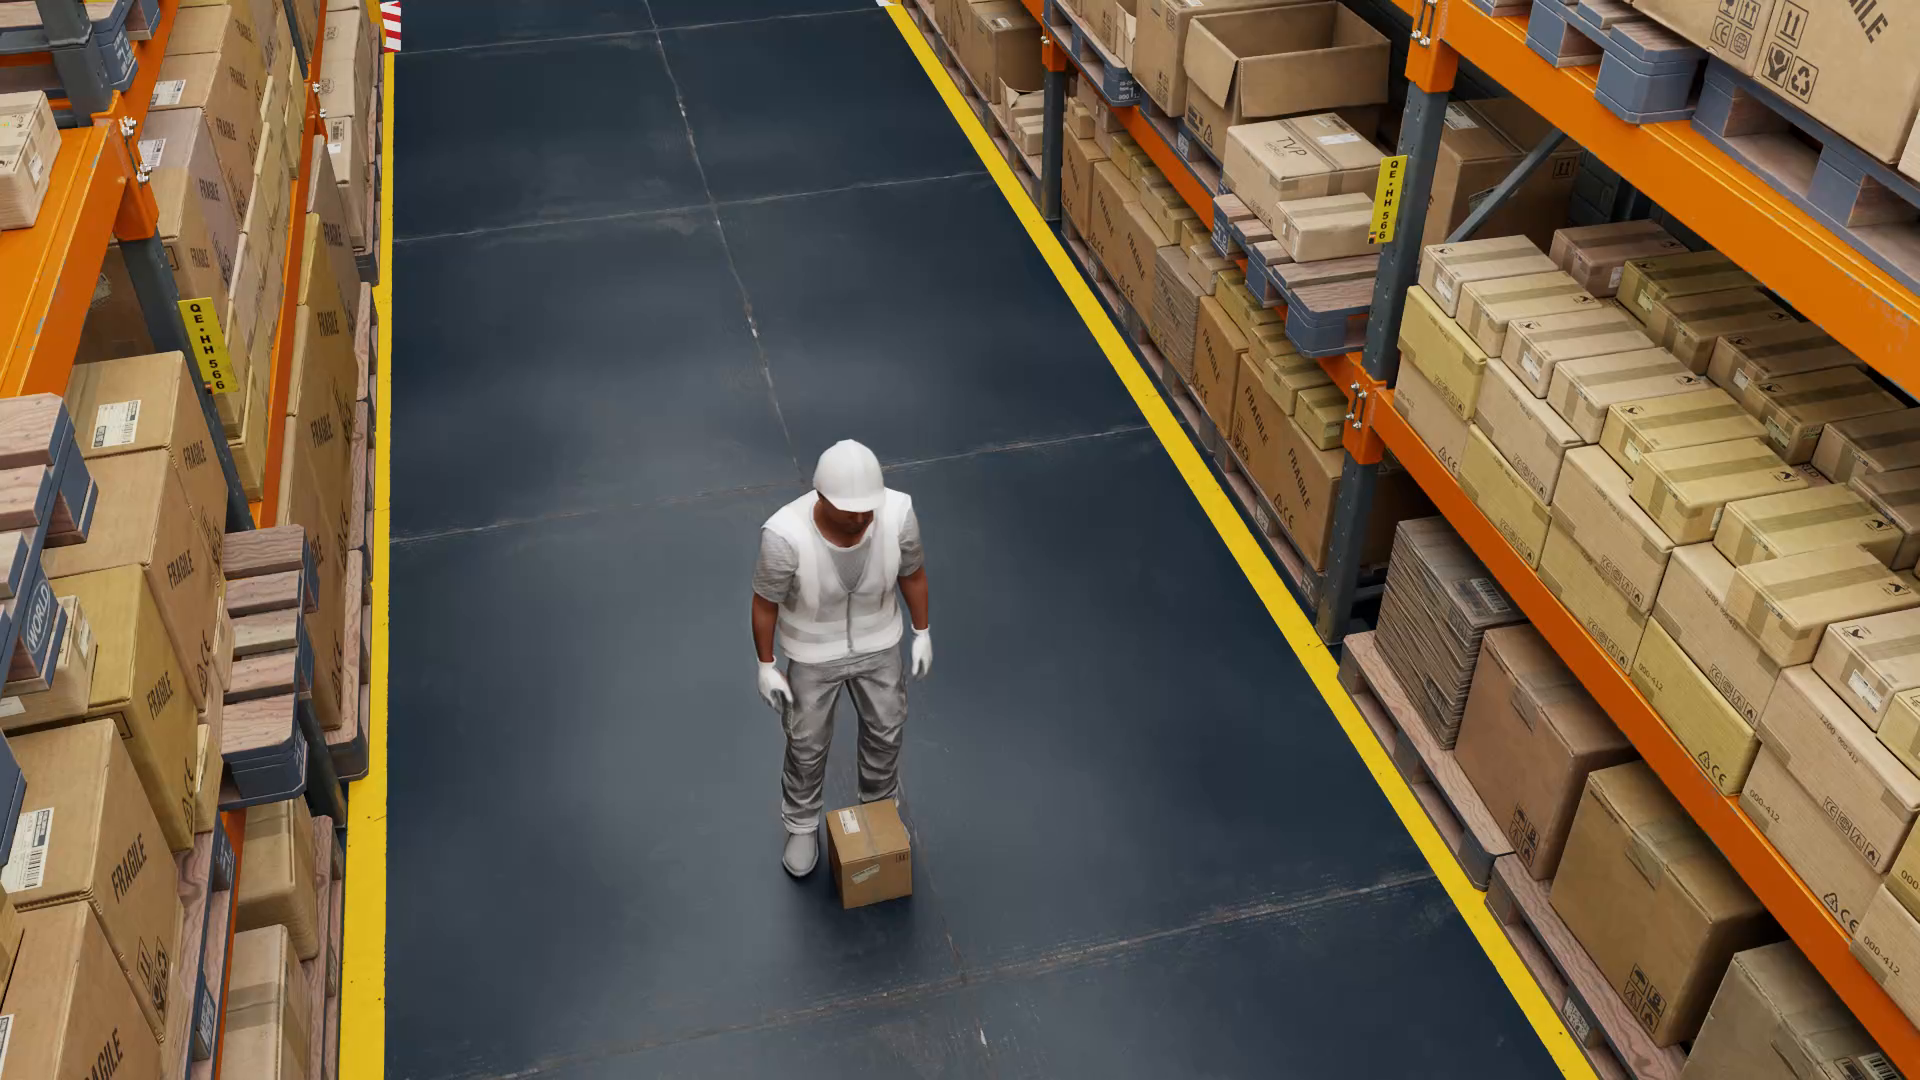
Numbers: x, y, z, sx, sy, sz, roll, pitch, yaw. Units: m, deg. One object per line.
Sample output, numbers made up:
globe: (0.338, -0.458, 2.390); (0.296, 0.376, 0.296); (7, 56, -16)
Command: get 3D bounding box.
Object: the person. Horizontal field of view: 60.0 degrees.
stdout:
person: (-0.390, 0.385, 5.649); (0.623, 1.773, 0.450); (-12, 39, -15)
